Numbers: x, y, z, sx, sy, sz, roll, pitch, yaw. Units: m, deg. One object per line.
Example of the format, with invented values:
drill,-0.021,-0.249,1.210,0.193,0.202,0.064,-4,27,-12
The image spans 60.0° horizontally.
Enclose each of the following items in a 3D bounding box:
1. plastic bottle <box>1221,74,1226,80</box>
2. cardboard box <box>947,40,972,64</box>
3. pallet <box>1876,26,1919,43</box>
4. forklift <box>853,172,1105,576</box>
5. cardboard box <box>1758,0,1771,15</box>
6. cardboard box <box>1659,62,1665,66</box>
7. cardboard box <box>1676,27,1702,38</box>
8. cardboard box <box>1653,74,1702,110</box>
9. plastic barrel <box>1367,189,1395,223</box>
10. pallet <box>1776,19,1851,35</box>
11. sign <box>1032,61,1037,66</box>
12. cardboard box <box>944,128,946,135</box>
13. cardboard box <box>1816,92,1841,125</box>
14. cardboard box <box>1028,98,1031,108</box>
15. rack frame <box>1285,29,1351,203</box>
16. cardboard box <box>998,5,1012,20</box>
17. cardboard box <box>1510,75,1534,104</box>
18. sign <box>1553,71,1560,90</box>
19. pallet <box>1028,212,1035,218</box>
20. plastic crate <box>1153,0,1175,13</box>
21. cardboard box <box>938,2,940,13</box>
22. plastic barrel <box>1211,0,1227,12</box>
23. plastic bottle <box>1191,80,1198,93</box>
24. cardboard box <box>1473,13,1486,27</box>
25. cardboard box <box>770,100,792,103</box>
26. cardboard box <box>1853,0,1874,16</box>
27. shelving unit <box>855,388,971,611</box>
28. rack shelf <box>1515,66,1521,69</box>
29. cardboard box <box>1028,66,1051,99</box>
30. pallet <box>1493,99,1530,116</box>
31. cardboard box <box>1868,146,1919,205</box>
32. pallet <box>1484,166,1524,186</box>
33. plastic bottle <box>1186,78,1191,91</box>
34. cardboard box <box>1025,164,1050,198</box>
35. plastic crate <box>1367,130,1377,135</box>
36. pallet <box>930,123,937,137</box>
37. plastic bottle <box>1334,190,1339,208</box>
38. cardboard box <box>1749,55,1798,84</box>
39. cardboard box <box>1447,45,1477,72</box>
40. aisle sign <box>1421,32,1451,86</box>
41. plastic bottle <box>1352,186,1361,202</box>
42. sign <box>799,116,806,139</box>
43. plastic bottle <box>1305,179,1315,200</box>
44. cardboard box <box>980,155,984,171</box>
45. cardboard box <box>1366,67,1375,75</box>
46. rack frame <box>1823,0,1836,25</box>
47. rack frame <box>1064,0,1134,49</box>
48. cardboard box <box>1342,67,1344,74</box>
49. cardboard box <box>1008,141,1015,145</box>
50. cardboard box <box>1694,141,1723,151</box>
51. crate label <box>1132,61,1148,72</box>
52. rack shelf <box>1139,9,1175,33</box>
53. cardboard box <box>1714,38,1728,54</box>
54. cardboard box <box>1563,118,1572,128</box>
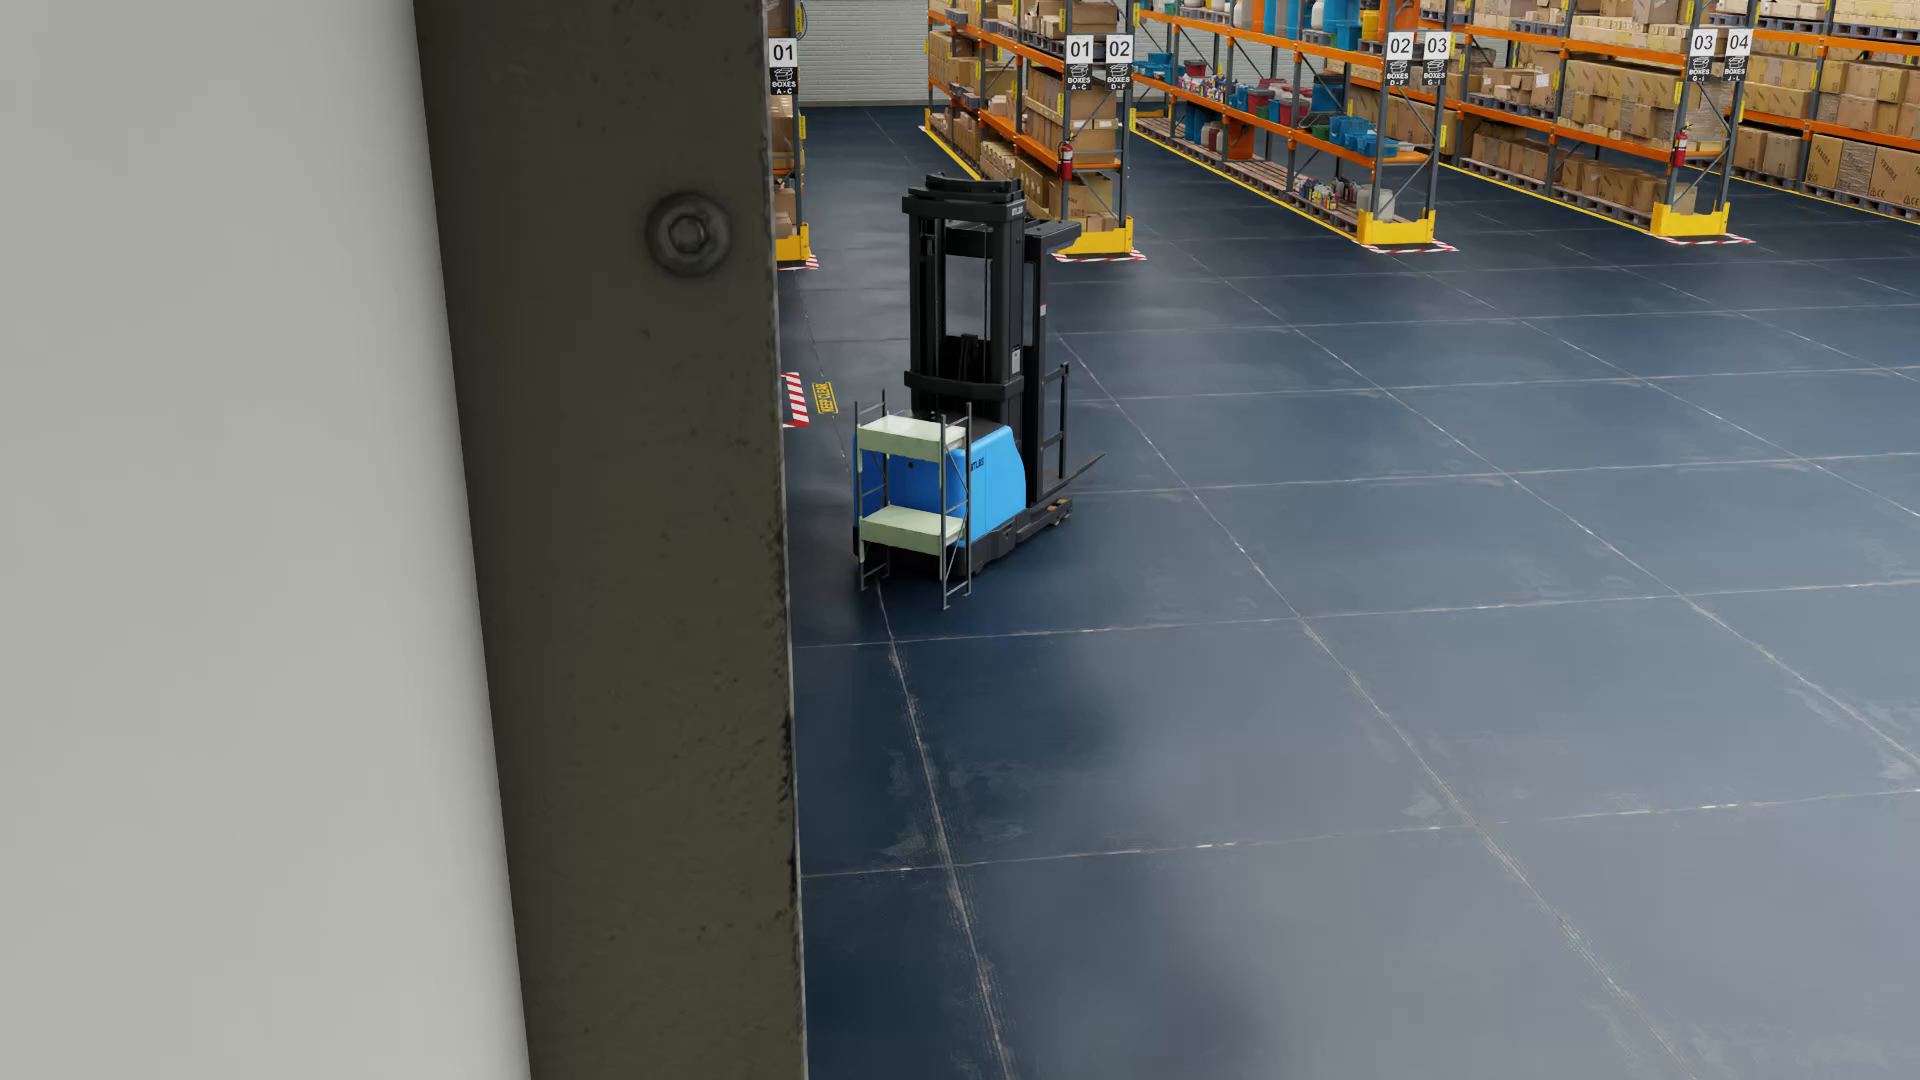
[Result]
plastic bottle,5.703,-9.883,35.960,0.144,0.351,0.185,-3,21,-8
cardboard box,-0.012,-10.700,36.506,0.500,0.500,0.500,-3,21,-7
pallet,16.477,-8.625,28.362,1.003,0.211,1.213,-3,21,-8
forklift,0.306,-1.566,13.720,1.130,2.935,3.031,11,23,27
cardboard box,15.653,-10.346,32.226,0.500,0.311,0.500,-3,21,-9
cardboard box,15.024,-10.034,35.202,0.380,0.149,0.250,-2,21,-6
cardboard box,11.502,-7.969,26.122,0.380,0.149,0.250,-3,21,-8
cardboard box,11.527,-7.199,26.707,0.500,0.500,0.500,-3,21,-8
plastic barrel,6.779,-5.372,26.768,0.421,0.512,0.421,0,20,0
pallet,16.016,-9.597,31.111,0.805,0.209,1.217,-4,21,-10
sign,1.443,-9.210,32.433,0.100,0.325,0.005,-3,21,-8
cardboard box,-0.159,-9.203,37.516,0.380,0.149,0.250,-3,21,-8
cardboard box,16.262,-7.910,30.393,0.875,0.550,0.550,-3,21,-8
cardboard box,1.354,-7.414,28.210,0.380,0.149,0.250,-3,21,-7
rack frame,6.373,-7.502,29.514,1.000,3.000,0.127,-3,21,-8
cardboard box,1.015,-10.016,31.572,0.500,0.250,0.500,-4,21,-12
cardboard box,10.933,-8.592,31.686,0.797,0.503,0.637,-1,20,-2
sign,10.725,-8.265,29.902,0.100,0.325,0.005,-3,21,-8
pallet,1.723,-5.246,27.461,1.003,0.211,1.213,-3,21,-8
plastic crate,4.657,-12.223,38.038,0.437,0.282,0.530,-3,21,-8
cardboard box,-0.225,-12.033,37.573,0.500,0.250,0.500,-3,21,-8
plastic barrel,5.392,-11.159,34.224,0.433,0.535,0.433,0,20,0
plastic bottle,5.043,-9.713,35.613,0.152,0.276,0.135,-3,21,-8
cardboard box,10.513,-10.296,32.923,0.500,0.250,0.500,-3,21,-7
cardboard box,-2.917,-6.797,26.741,0.500,0.500,0.500,-4,21,-9
cardboard box,16.065,-9.327,29.159,0.500,0.250,0.500,-3,21,-8
shelving unit,-0.344,-0.307,12.395,0.755,1.500,0.431,12,23,28
rack shelf,14.755,-11.092,40.155,1.077,0.370,4.000,-3,21,-8
cardboard box,1.541,-7.755,28.194,0.700,0.500,0.500,-3,21,-7
pallet,11.023,-8.363,32.095,1.003,0.211,1.213,-3,21,-8
cardboard box,16.481,-6.319,28.785,0.875,0.875,0.875,-3,21,-9
pallet,10.981,-7.138,32.526,1.003,0.211,1.213,-3,21,-8
plastic bottle,4.952,-9.864,36.022,0.097,0.271,0.097,0,20,0
cardboard box,1.372,-5.991,27.726,0.500,0.500,0.500,-3,21,-8
plastic crate,6.858,-6.829,28.090,0.530,0.136,0.437,-3,21,-8
pallet,-0.132,-9.799,39.652,1.003,0.211,1.213,-3,21,-8
plastic bottle,6.347,-5.758,28.100,0.061,0.283,0.133,-3,21,-8
cardboard box,15.899,-9.181,32.440,0.700,0.500,0.500,-3,21,-8
cardboard box,10.517,-10.133,34.983,0.797,0.503,0.637,-2,21,-6
aisle sign,7.250,-7.325,25.324,0.394,0.787,0.004,-3,21,-8
plastic bottle,6.845,-5.989,28.728,0.152,0.276,0.135,-3,21,-7
sign,-2.317,-6.050,24.391,0.100,0.325,0.005,-3,21,-8
plastic bottle,6.106,-6.101,28.922,0.144,0.351,0.185,-4,21,-10
cardboard box,0.679,-7.351,32.440,0.500,0.250,0.500,-3,21,-8
cardboard box,9.721,-10.909,38.427,0.500,0.250,0.500,-2,21,-6
rack frame,16.197,-10.777,29.710,1.000,3.000,0.127,-3,21,-8
rack frame,2.047,-8.679,24.091,1.000,3.000,0.127,-3,21,-8
cardboard box,9.419,-11.293,40.025,0.380,0.149,0.250,-3,21,-9
cardboard box,1.213,-7.641,32.414,0.500,0.311,0.500,-2,21,-6
cardboard box,12.046,-6.360,26.816,0.380,0.149,0.250,-3,21,-8
crate label,4.353,-11.504,40.384,0.416,0.233,0.303,-3,21,-8
rack shelf,4.931,-12.032,38.386,1.077,0.370,4.000,-3,21,-8
cardboard box,12.037,-7.881,26.458,0.500,0.250,0.500,-2,21,-6
cardboard box,11.031,-7.457,29.754,0.380,0.149,0.250,-3,21,-8
